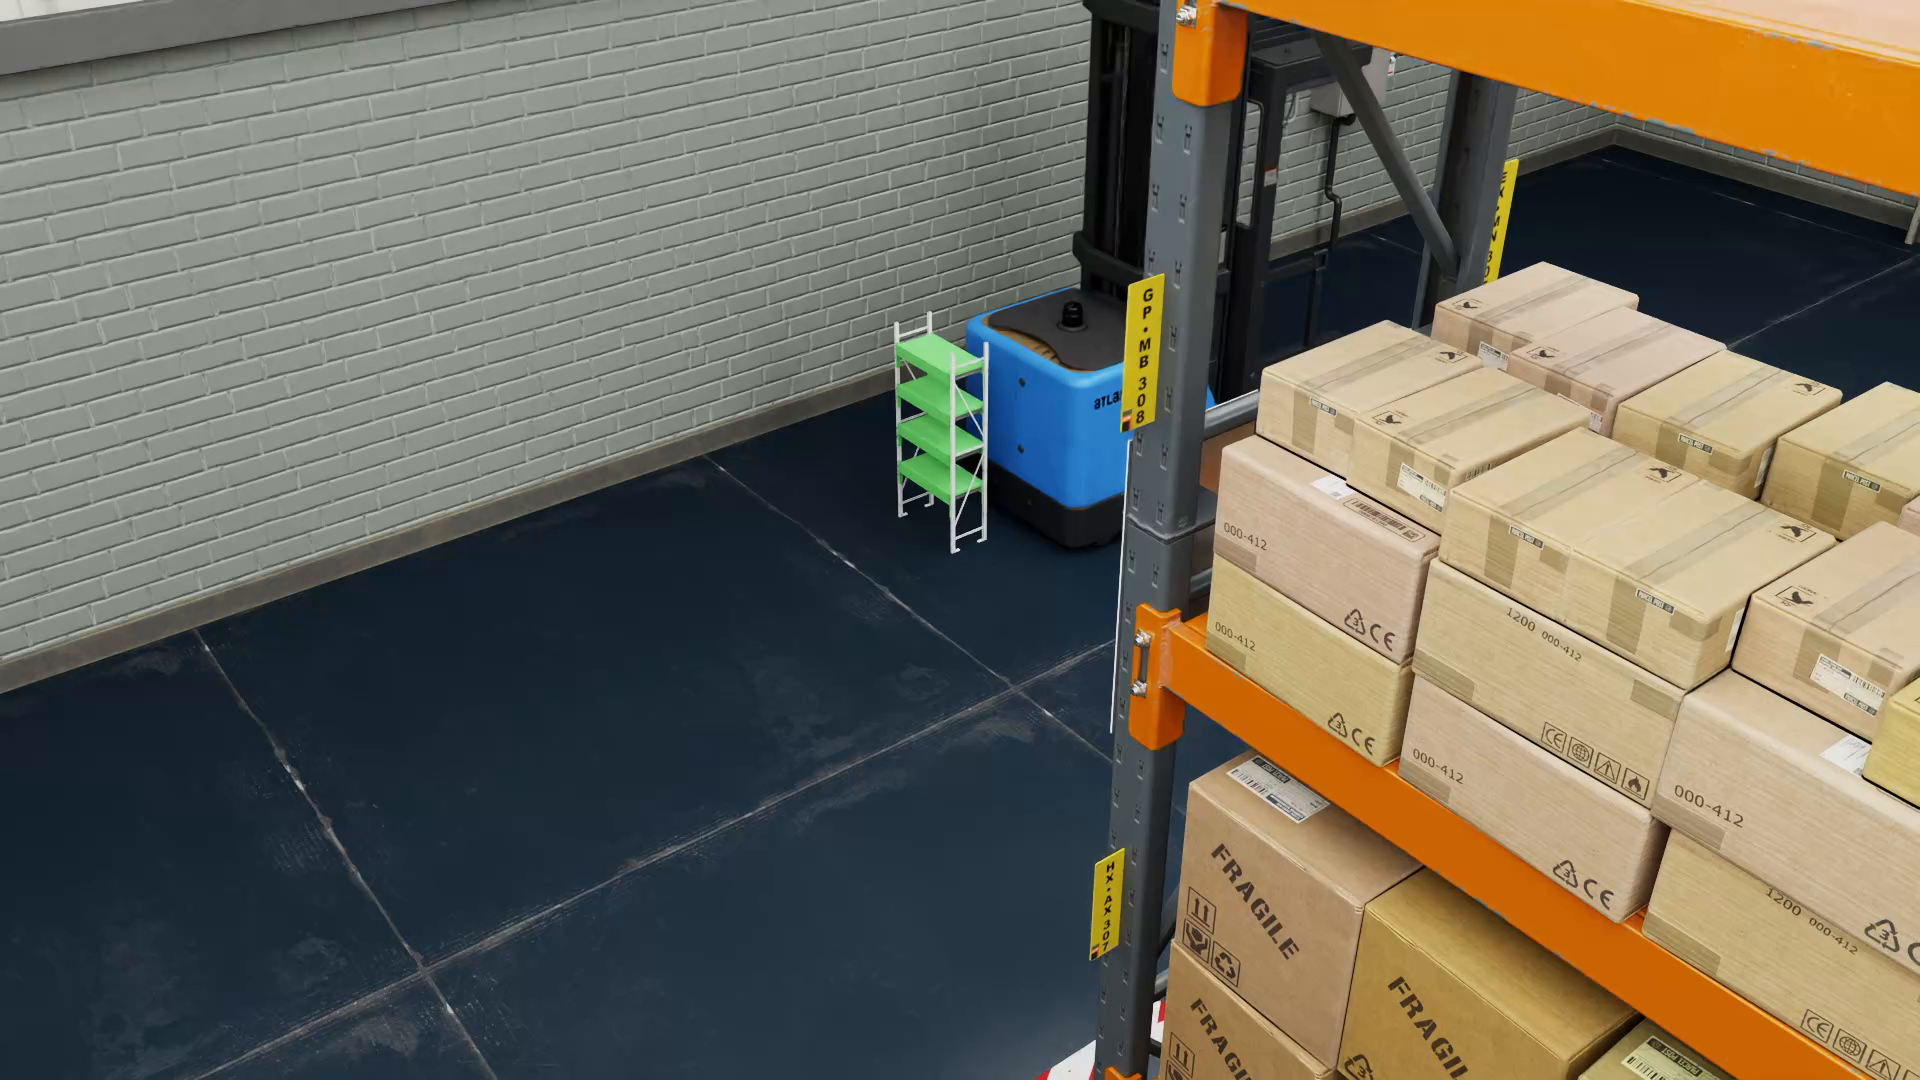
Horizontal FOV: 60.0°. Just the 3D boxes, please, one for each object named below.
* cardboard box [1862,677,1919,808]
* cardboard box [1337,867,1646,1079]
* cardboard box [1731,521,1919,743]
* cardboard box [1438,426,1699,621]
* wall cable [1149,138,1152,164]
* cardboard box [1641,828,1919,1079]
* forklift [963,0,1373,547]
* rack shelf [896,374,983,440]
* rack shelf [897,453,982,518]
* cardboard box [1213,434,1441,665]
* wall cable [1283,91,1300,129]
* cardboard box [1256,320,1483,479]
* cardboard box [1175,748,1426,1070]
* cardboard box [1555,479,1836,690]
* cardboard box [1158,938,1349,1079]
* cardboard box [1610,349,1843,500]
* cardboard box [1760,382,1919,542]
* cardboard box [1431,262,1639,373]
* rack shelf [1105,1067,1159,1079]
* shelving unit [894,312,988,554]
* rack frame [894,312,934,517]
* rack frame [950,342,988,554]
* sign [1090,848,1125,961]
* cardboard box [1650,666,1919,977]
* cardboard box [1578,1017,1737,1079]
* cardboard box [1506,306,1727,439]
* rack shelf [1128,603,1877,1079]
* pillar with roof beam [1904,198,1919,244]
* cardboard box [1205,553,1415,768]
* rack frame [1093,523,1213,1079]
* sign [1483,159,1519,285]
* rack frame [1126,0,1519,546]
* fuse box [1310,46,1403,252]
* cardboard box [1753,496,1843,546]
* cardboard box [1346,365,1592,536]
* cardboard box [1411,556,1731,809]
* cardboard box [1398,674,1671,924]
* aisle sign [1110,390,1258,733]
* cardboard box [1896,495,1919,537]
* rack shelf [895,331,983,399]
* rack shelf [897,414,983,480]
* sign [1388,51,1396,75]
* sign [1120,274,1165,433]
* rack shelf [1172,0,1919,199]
[{"bbox_3d":[1.542,0.279,2.406,0.380,0.149,0.250,-21,38,-30],"label":"cardboard box"},{"bbox_3d":[1.176,0.986,3.495,0.500,0.500,0.500,-21,38,-30],"label":"cardboard box"},{"bbox_3d":[1.455,0.138,2.632,0.380,0.149,0.250,-21,38,-30],"label":"cardboard box"},{"bbox_3d":[1.066,-0.037,2.913,0.380,0.149,0.250,-22,38,-31],"label":"cardboard box"},{"bbox_3d":[1.168,-3.333,10.780,0.585,1.953,0.123,-22,38,-31],"label":"wall cable"},{"bbox_3d":[1.515,0.589,2.758,0.500,0.250,0.500,-24,39,-33],"label":"cardboard box"},{"bbox_3d":[1.498,-1.824,9.409,3.031,2.935,1.130,-22,38,-31],"label":"forklift"},{"bbox_3d":[-0.102,-0.728,8.952,0.258,0.148,0.480,-22,38,-31],"label":"rack shelf"},{"bbox_3d":[-0.102,-0.321,9.205,0.258,0.148,0.480,-22,38,-31],"label":"rack shelf"},{"bbox_3d":[0.866,-0.054,3.319,0.500,0.250,0.500,-22,38,-31],"label":"cardboard box"},{"bbox_3d":[2.281,-3.783,11.535,0.588,1.984,0.122,-22,38,-31],"label":"wall cable"},{"bbox_3d":[0.815,-0.285,3.314,0.380,0.149,0.250,-23,38,-32],"label":"cardboard box"},{"bbox_3d":[0.861,0.778,3.831,0.500,0.500,0.500,-23,38,-32],"label":"cardboard box"},{"bbox_3d":[1.214,0.065,2.750,0.380,0.149,0.250,-22,38,-31],"label":"cardboard box"},{"bbox_3d":[0.853,1.206,4.089,0.500,0.500,0.500,-20,37,-29],"label":"cardboard box"},{"bbox_3d":[1.464,-0.209,3.192,0.380,0.149,0.250,-24,39,-33],"label":"cardboard box"},{"bbox_3d":[1.711,-0.134,3.071,0.380,0.149,0.250,-22,38,-31],"label":"cardboard box"},{"bbox_3d":[1.232,-0.451,3.580,0.380,0.149,0.250,-23,38,-32],"label":"cardboard box"},{"bbox_3d":[2.022,2.237,3.487,1.077,0.370,4.000,-22,38,-31],"label":"rack shelf"},{"bbox_3d":[-0.102,-0.579,9.045,0.258,1.200,0.503,-22,38,-31],"label":"shelving unit"},{"bbox_3d":[-0.251,-0.680,9.208,0.240,1.200,0.015,-22,38,-31],"label":"rack frame"},{"bbox_3d":[0.048,-0.477,8.881,0.240,1.200,0.015,-22,38,-31],"label":"rack frame"},{"bbox_3d":[0.367,0.906,4.128,0.100,0.325,0.005,-22,38,-31],"label":"sign"},{"bbox_3d":[1.481,0.374,2.630,0.500,0.250,0.500,-22,38,-31],"label":"cardboard box"},{"bbox_3d":[1.477,1.210,3.135,0.500,0.500,0.500,-23,39,-32],"label":"cardboard box"},{"bbox_3d":[1.323,-0.323,3.375,0.380,0.149,0.250,-22,38,-31],"label":"cardboard box"},{"bbox_3d":[2.022,0.963,2.695,1.077,0.370,4.000,-22,38,-31],"label":"rack shelf"},{"bbox_3d":[4.221,-4.724,8.327,9.100,9.000,0.400,-22,38,-31],"label":"pillar with roof beam"},{"bbox_3d":[0.869,0.157,3.453,0.500,0.250,0.500,-21,37,-30],"label":"cardboard box"},{"bbox_3d":[0.796,1.098,4.639,1.000,3.000,0.127,-22,38,-31],"label":"rack frame"},{"bbox_3d":[1.247,-0.723,3.890,0.100,0.325,0.005,-22,38,-31],"label":"sign"},{"bbox_3d":[0.796,-1.450,3.056,1.000,3.000,0.127,-22,38,-31],"label":"rack frame"},{"bbox_3d":[2.917,-2.959,12.393,0.539,1.711,0.414,-22,38,-31],"label":"fuse box"},{"bbox_3d":[1.594,-0.002,3.236,0.500,0.250,0.500,-23,39,-33],"label":"cardboard box"},{"bbox_3d":[0.957,-0.174,3.134,0.380,0.149,0.250,-21,37,-30],"label":"cardboard box"},{"bbox_3d":[1.181,0.159,2.975,0.500,0.250,0.500,-23,38,-32],"label":"cardboard box"},{"bbox_3d":[1.189,0.378,3.097,0.500,0.250,0.500,-21,37,-30],"label":"cardboard box"},{"bbox_3d":[0.514,0.060,3.846,0.394,0.787,0.004,-22,38,-31],"label":"aisle sign"},{"bbox_3d":[1.819,-0.009,2.869,0.380,0.149,0.250,-23,39,-32],"label":"cardboard box"},{"bbox_3d":[-0.101,-0.932,8.825,0.258,0.148,0.480,-22,38,-31],"label":"rack shelf"},{"bbox_3d":[-0.102,-0.524,9.078,0.258,0.148,0.480,-22,38,-31],"label":"rack shelf"},{"bbox_3d":[3.180,-3.713,12.475,0.329,0.494,0.001,-22,38,-31],"label":"sign"},{"bbox_3d":[0.367,-0.372,3.334,0.100,0.325,0.005,-22,38,-31],"label":"sign"},{"bbox_3d":[2.022,-0.310,1.905,1.077,0.370,4.000,-22,38,-31],"label":"rack shelf"}]
